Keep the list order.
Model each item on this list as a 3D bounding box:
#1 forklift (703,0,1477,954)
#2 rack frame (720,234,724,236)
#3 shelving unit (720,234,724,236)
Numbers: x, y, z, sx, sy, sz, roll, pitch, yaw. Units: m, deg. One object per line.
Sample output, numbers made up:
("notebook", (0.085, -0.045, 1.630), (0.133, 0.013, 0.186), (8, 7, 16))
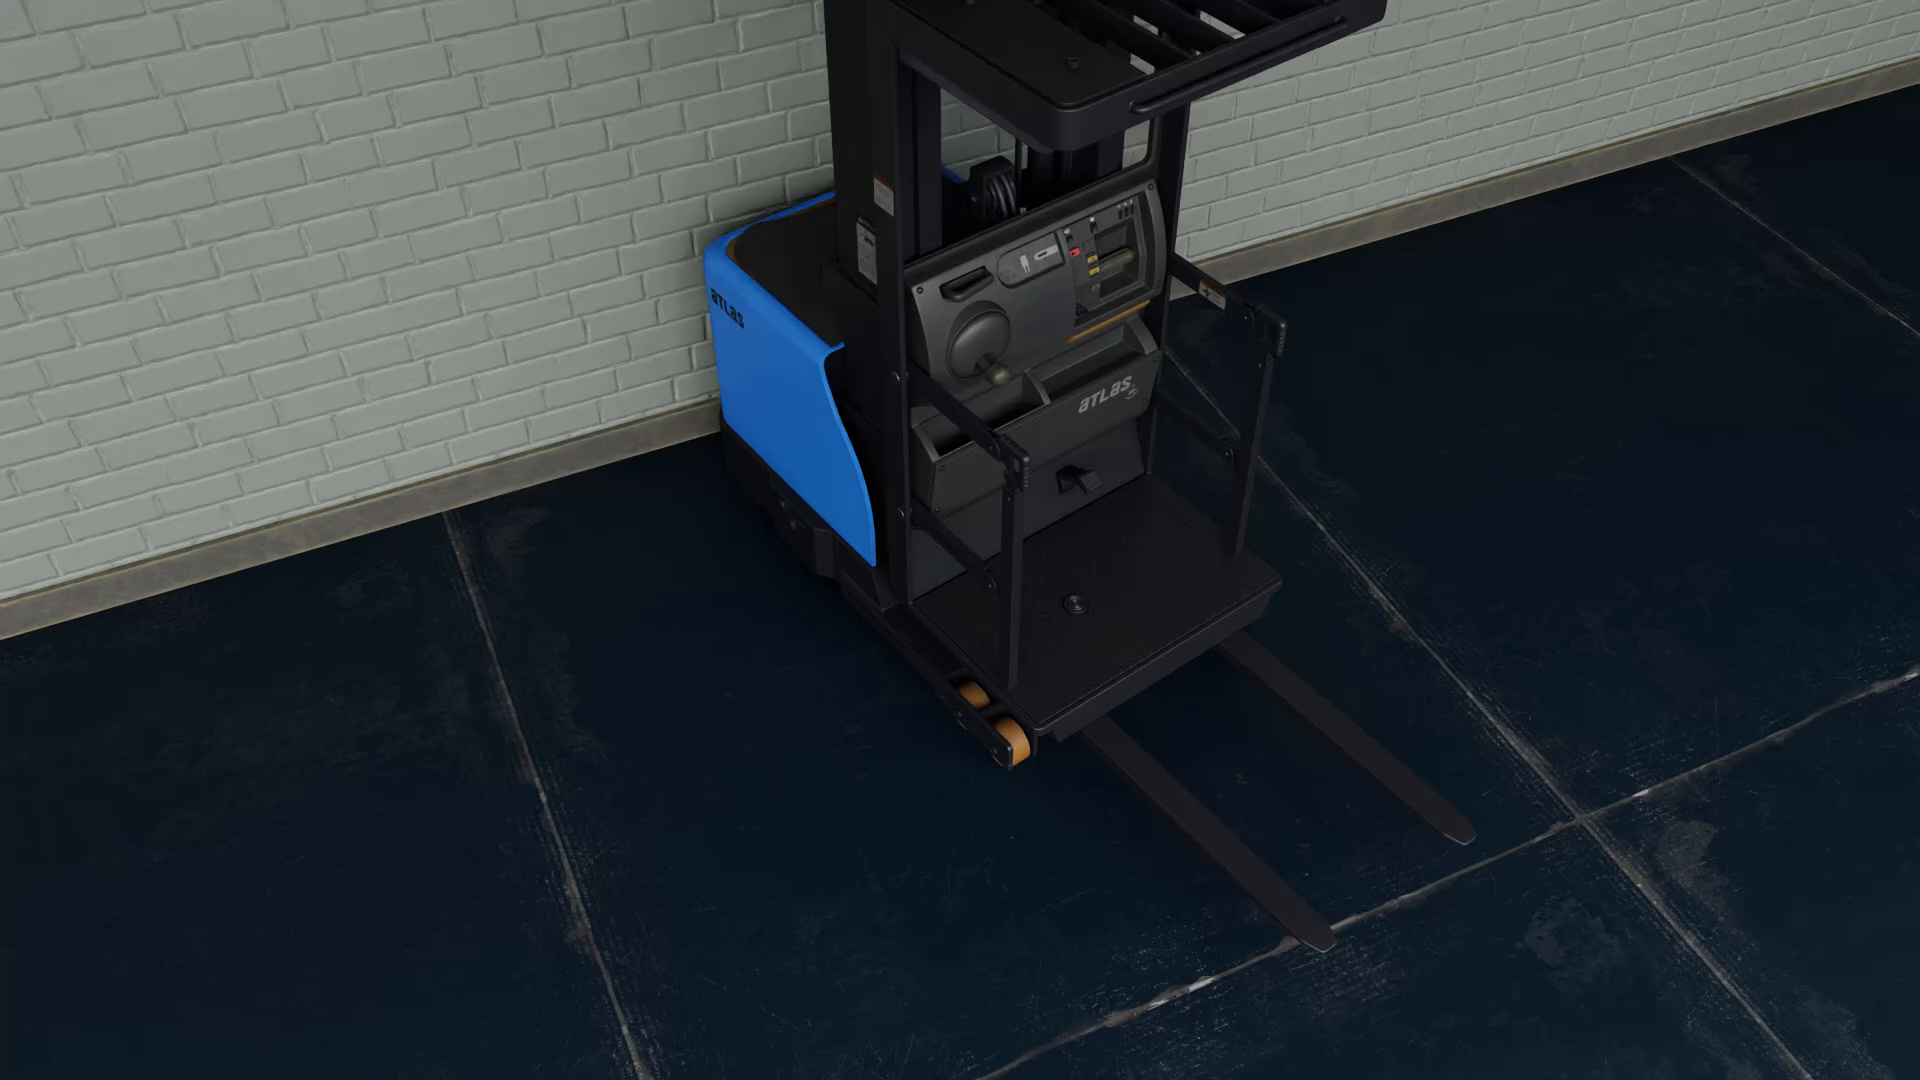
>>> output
("forklift", (0.381, -0.693, 4.865), (1.130, 2.935, 3.031), (-28, 51, -26))
("rack frame", (-0.755, -0.845, 6.465), (0.240, 0.900, 0.006), (-20, 48, -16))
("shelving unit", (-0.711, -0.781, 6.400), (0.258, 0.900, 0.210), (-20, 48, -16))
